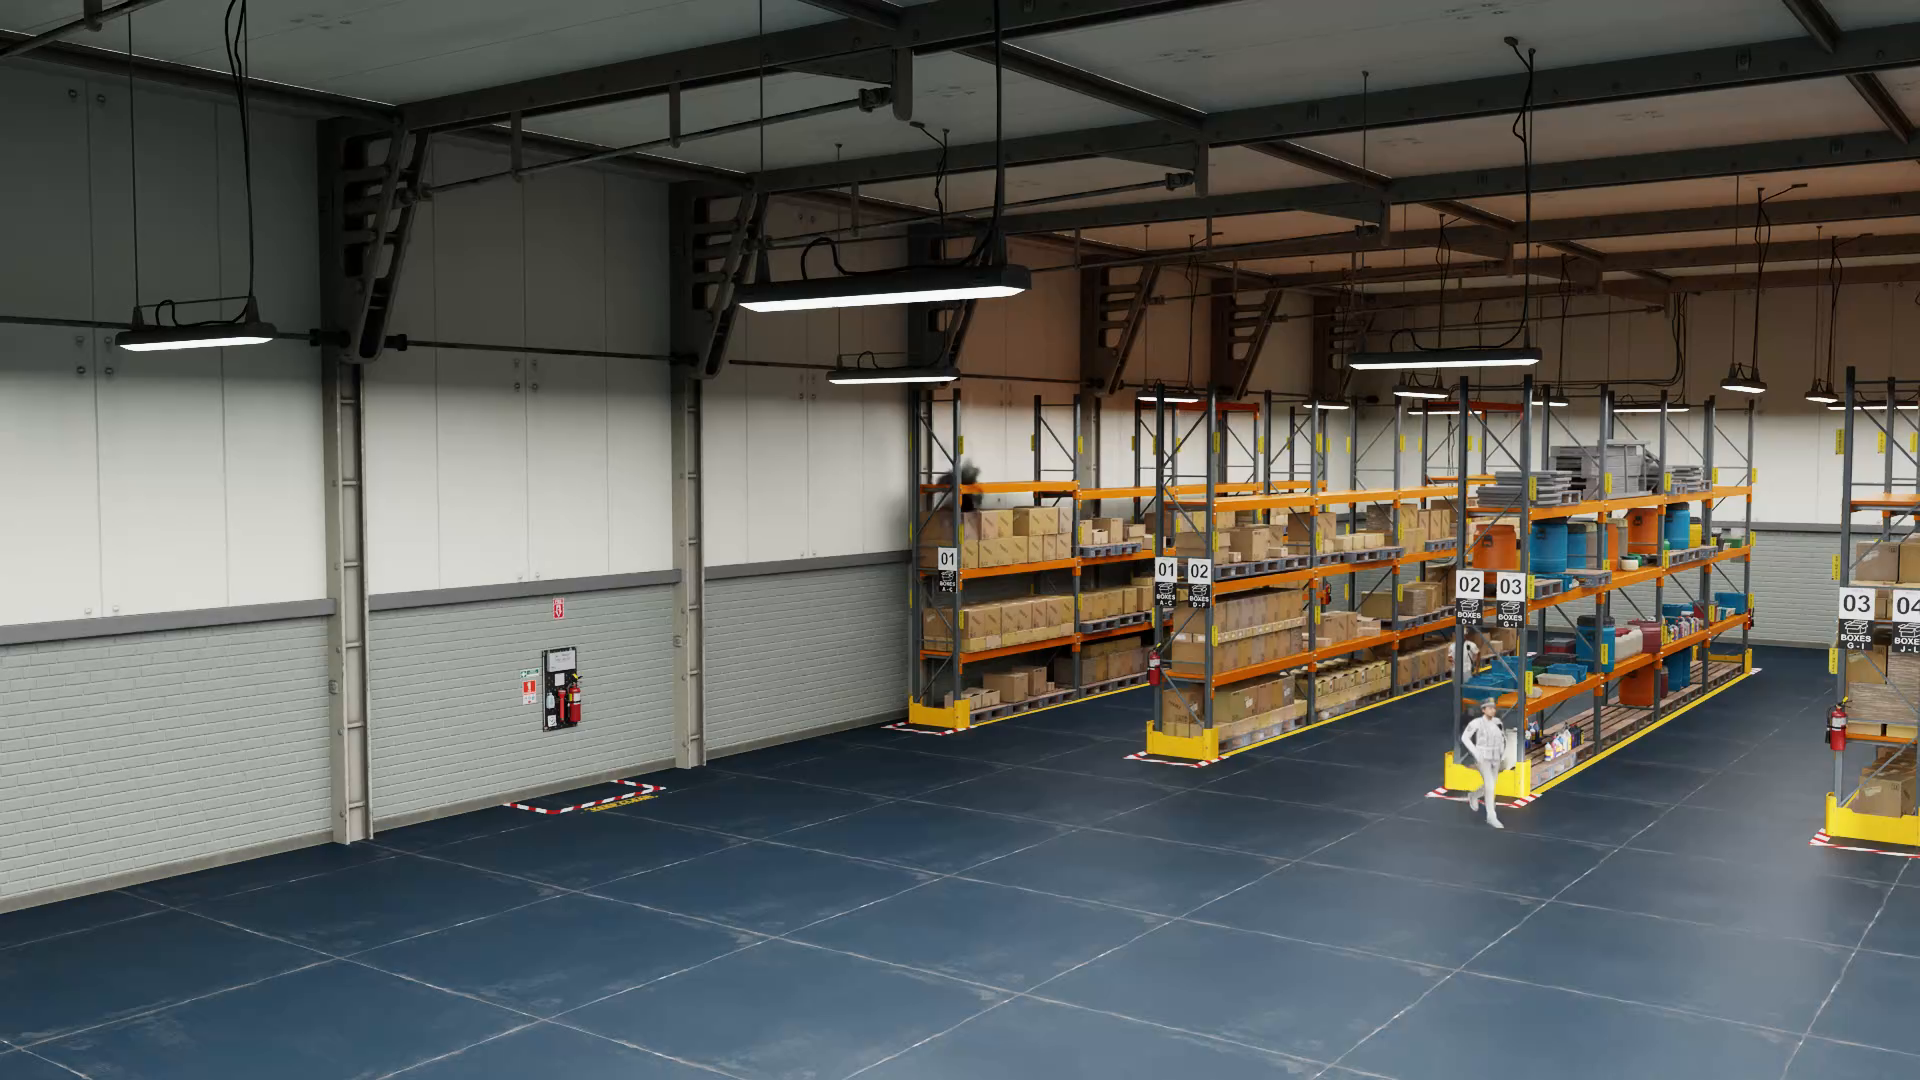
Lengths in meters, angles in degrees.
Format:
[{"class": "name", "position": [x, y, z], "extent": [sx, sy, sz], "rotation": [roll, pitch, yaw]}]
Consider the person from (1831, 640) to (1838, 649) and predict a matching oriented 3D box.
[{"class": "person", "position": [16.597, 2.415, 31.102], "extent": [0.603, 1.658, 0.884], "rotation": [2, 4, 32]}]

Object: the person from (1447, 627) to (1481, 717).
[{"class": "person", "position": [9.223, 2.418, 30.476], "extent": [0.569, 1.673, 0.655], "rotation": [1, 4, 24]}]

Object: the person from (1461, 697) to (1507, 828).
[{"class": "person", "position": [6.981, 2.917, 22.109], "extent": [0.631, 1.697, 0.800], "rotation": [-1, 3, -18]}]
